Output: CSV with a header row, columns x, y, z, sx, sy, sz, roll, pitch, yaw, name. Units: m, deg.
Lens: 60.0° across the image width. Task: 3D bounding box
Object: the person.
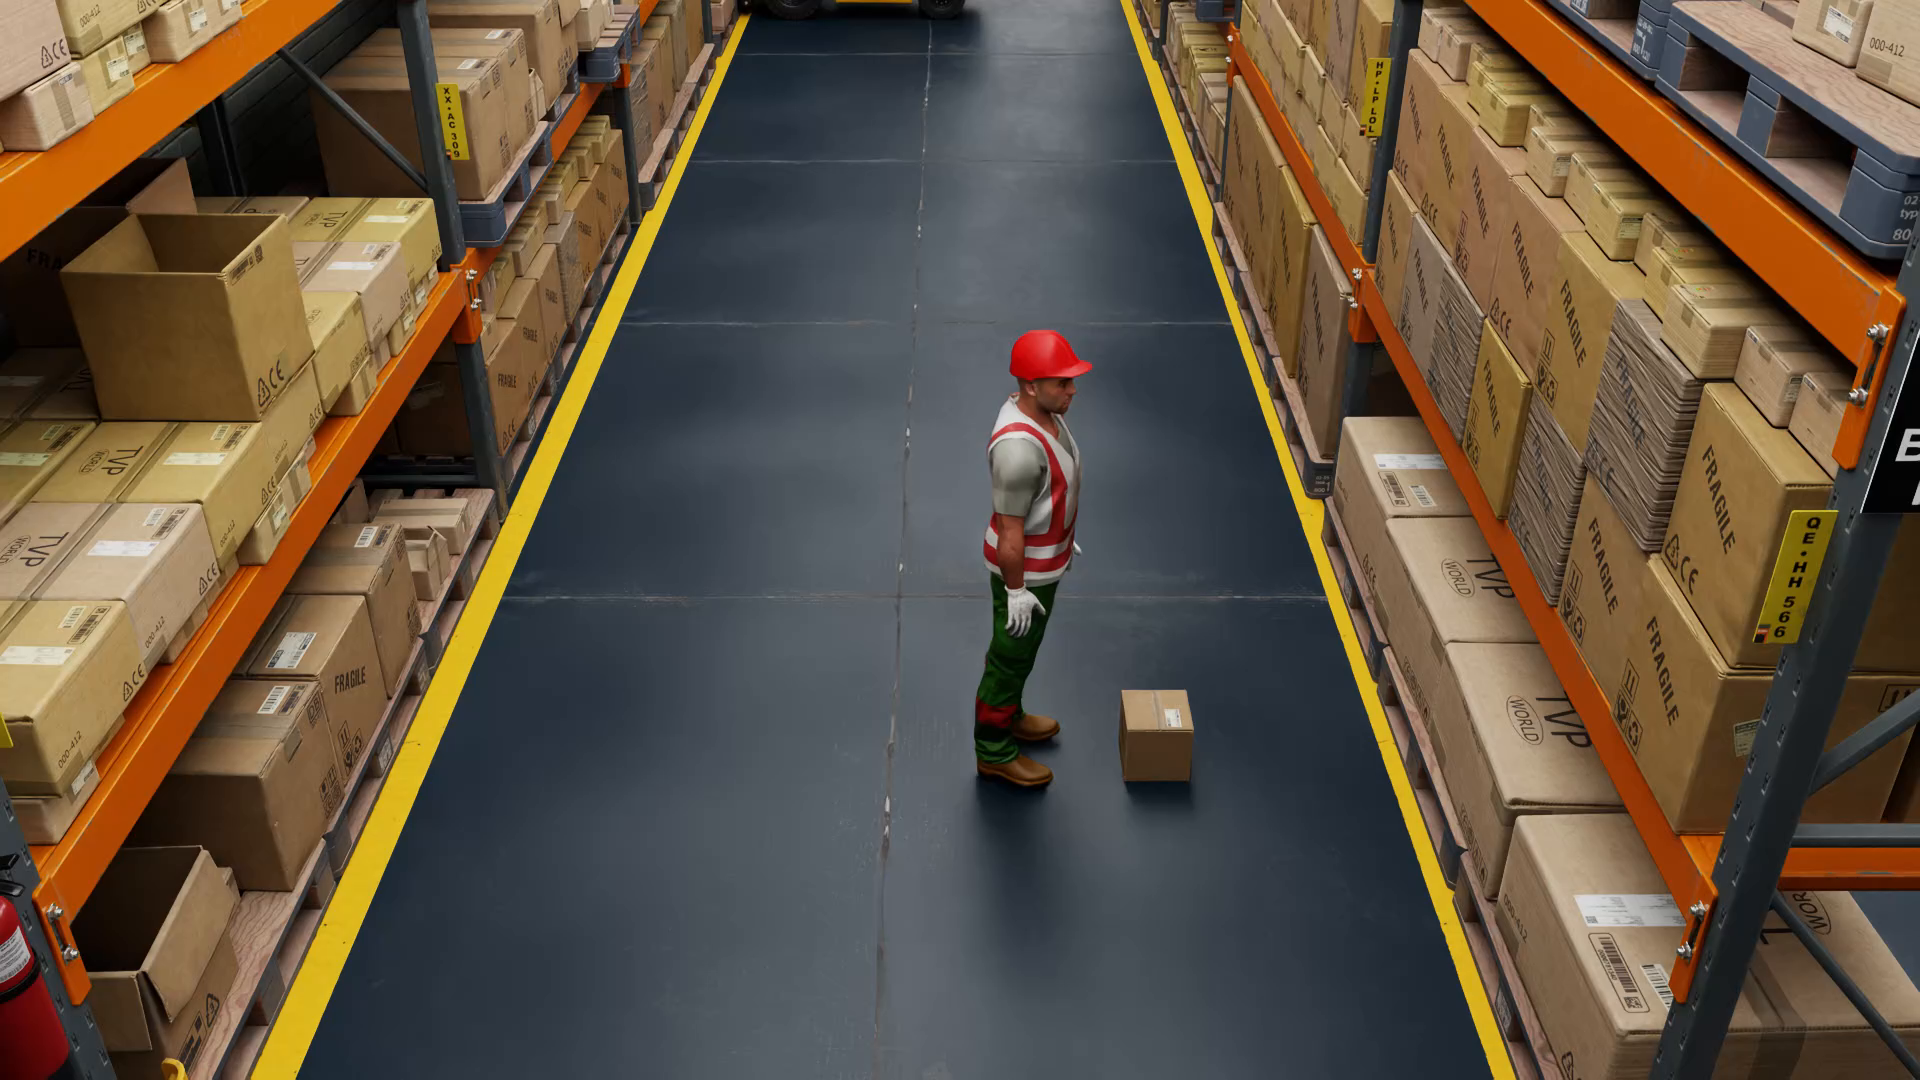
x,y,z,sx,sy,sz,roll,pitch,yaw,name
0.258,0.082,5.939,0.379,1.787,0.569,4,31,6,person
